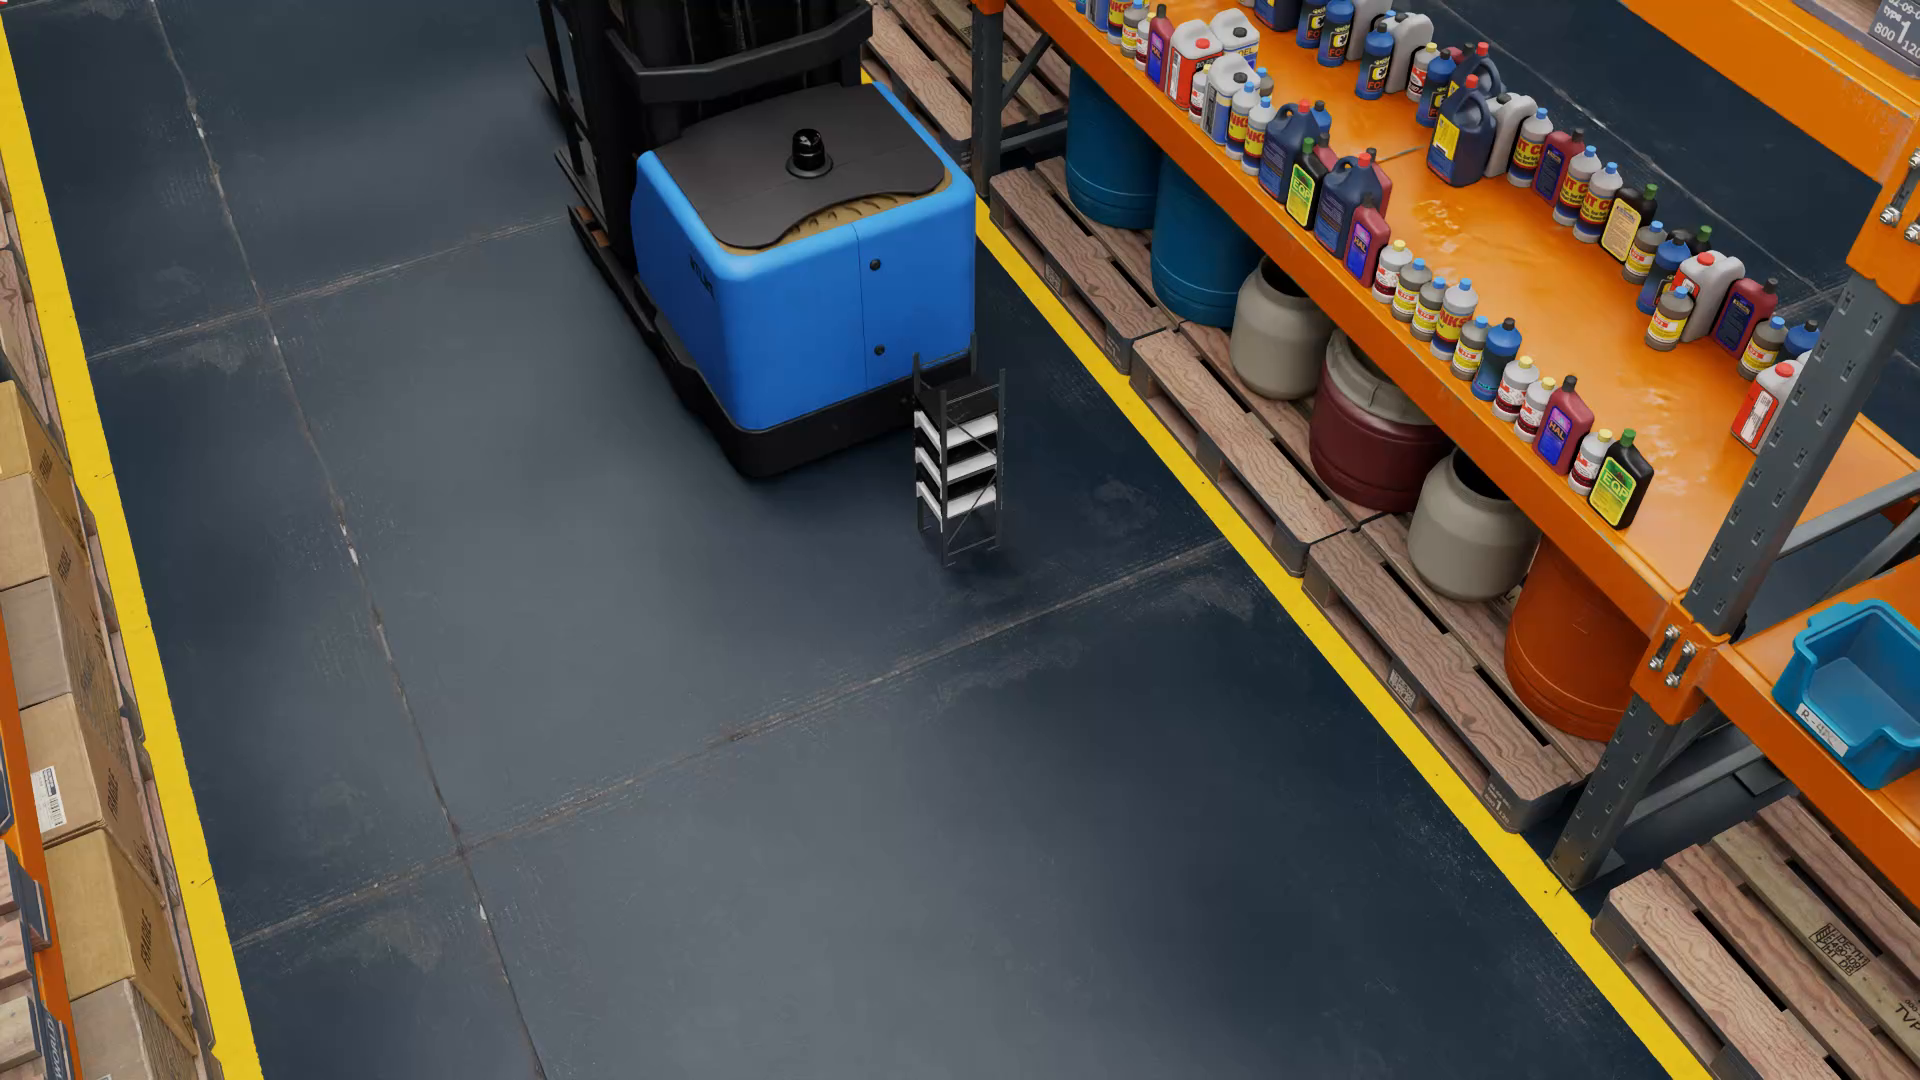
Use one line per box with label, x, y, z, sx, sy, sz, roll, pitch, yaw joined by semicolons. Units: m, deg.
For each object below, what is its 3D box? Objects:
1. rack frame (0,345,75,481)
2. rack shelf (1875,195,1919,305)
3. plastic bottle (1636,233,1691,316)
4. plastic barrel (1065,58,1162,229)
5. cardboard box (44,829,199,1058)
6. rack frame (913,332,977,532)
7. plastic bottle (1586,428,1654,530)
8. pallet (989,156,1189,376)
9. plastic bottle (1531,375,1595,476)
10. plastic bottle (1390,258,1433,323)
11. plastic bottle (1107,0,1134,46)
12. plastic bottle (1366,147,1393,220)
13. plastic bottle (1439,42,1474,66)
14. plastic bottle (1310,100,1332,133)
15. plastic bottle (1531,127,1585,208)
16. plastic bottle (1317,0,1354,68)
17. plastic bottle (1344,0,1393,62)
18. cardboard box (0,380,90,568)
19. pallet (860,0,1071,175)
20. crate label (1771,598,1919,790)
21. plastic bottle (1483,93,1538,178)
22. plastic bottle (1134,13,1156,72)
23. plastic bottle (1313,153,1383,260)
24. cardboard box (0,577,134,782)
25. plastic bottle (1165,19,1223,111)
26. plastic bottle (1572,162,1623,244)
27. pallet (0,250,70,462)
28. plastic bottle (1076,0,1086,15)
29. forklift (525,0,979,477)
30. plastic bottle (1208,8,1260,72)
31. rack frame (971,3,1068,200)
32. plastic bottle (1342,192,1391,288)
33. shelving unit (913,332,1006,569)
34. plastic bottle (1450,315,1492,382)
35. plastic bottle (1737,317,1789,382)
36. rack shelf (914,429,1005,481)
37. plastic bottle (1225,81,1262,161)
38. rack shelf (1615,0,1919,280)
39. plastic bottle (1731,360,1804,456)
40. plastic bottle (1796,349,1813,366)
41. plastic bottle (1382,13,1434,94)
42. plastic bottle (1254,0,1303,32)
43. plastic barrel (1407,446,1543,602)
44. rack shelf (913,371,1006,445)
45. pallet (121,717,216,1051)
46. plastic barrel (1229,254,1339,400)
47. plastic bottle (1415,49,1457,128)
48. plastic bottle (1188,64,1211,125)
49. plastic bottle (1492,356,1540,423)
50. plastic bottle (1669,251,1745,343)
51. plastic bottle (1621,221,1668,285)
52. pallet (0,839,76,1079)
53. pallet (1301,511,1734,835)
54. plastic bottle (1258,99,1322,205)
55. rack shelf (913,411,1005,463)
rack frame;-3.884;-1.055;5.180;1.000;3.000;0.127;-21;52;-18
rack shelf;3.267;0.507;2.299;1.077;0.370;4.000;-21;52;-18
plastic bottle;2.147;-0.815;5.056;0.097;0.271;0.097;0;49;0
plastic barrel;0.755;-1.836;6.978;0.600;0.901;0.708;-21;52;-18
cardboard box;-2.478;1.212;4.566;0.500;0.500;0.500;-22;52;-18
rack frame;-0.050;-0.370;5.976;0.240;0.900;0.006;-21;52;-18
plastic bottle;1.788;-0.166;4.480;0.061;0.283;0.133;-21;52;-18
pallet;0.838;-1.309;7.255;1.003;0.211;1.213;-21;52;-18
plastic bottle;1.682;-0.321;4.615;0.061;0.283;0.133;-21;52;-18
plastic bottle;1.378;-0.768;5.061;0.097;0.201;0.097;0;49;0
plastic bottle;0.591;-1.943;6.042;0.097;0.271;0.097;0;49;0
plastic bottle;1.308;-1.105;5.301;0.061;0.283;0.133;-21;52;-18
plastic bottle;1.701;-1.601;5.735;0.061;0.283;0.133;-21;52;-18
plastic bottle;1.171;-1.332;5.508;0.097;0.271;0.097;0;49;0
plastic bottle;1.953;-1.233;5.413;0.061;0.283;0.133;-21;52;-18
plastic bottle;1.347;-1.836;5.948;0.097;0.271;0.097;0;49;0
plastic bottle;1.449;-1.893;5.995;0.152;0.276;0.135;-21;52;-18
cardboard box;-3.404;-0.145;5.752;0.500;0.500;0.500;-21;52;-18
pallet;0.151;-2.319;8.138;1.003;0.211;1.213;-21;52;-18
crate label;2.212;0.385;4.032;0.303;0.233;0.416;-21;52;-18
plastic bottle;1.807;-1.369;5.537;0.152;0.276;0.135;-21;52;-18
plastic bottle;0.680;-1.790;5.954;0.097;0.201;0.097;0;49;0
plastic bottle;1.229;-1.074;5.230;0.144;0.351;0.185;-21;52;-18
cardboard box;-2.956;0.525;5.167;0.500;0.500;0.500;-21;52;-17
plastic bottle;0.818;-1.657;5.789;0.152;0.276;0.135;-21;52;-18
plastic bottle;2.034;-1.080;5.287;0.097;0.271;0.097;0;49;0
pallet;-4.198;-0.596;6.632;1.003;0.211;1.213;-21;52;-18
plastic bottle;0.485;-2.098;6.178;0.097;0.271;0.097;0;49;0
forklift;-1.077;-2.318;6.330;1.130;2.935;3.031;-22;53;-18
plastic bottle;0.954;-1.709;5.834;0.152;0.276;0.135;-21;52;-18
rack frame;0.522;-2.758;6.670;1.000;3.000;0.127;-21;52;-18
plastic bottle;1.265;-0.931;5.149;0.061;0.283;0.133;-21;52;-18
shelving unit;-0.004;-0.302;5.916;0.258;0.900;0.210;-21;52;-18
plastic bottle;1.512;-0.573;4.890;0.097;0.201;0.097;0;49;0
plastic bottle;2.368;-0.569;4.887;0.097;0.201;0.097;0;49;0
rack shelf;-0.004;-0.339;5.873;0.258;0.077;0.200;-21;52;-18
plastic bottle;0.953;-1.413;5.578;0.097;0.271;0.097;0;49;0
rack shelf;1.437;-2.170;4.641;1.077;0.370;4.000;-21;52;-18
plastic bottle;2.306;-0.389;4.680;0.152;0.276;0.135;-21;52;-18
plastic bottle;2.441;-0.441;4.725;0.152;0.276;0.135;-21;52;-18
plastic bottle;1.555;-1.738;5.859;0.152;0.276;0.135;-21;52;-18
plastic bottle;1.190;-2.066;6.097;0.144;0.351;0.185;-21;52;-18
plastic barrel;1.775;-0.069;5.691;0.421;0.512;0.421;0;49;0
rack shelf;-0.004;-0.458;5.738;0.258;0.077;0.200;-21;52;-18
pallet;-2.916;1.212;5.049;1.003;0.211;1.213;-21;52;-18
plastic barrel;1.258;-0.825;6.352;0.421;0.512;0.421;0;49;0
plastic bottle;1.639;-1.558;5.705;0.097;0.271;0.097;0;49;0
plastic bottle;0.847;-1.545;5.740;0.097;0.201;0.097;0;49;0
plastic bottle;1.601;-0.443;4.776;0.097;0.201;0.097;0;49;0
plastic bottle;2.230;-0.751;4.996;0.152;0.276;0.135;-21;52;-18
plastic bottle;2.140;-0.903;5.179;0.097;0.201;0.097;0;49;0
pallet;-2.427;1.256;3.286;1.213;0.211;1.003;-21;52;-18
pallet;1.954;0.324;5.827;1.003;0.211;1.213;-21;52;-18
plastic bottle;1.083;-1.287;5.416;0.144;0.351;0.185;-21;52;-18
rack shelf;-0.004;-0.398;5.806;0.258;0.077;0.200;-21;52;-18
